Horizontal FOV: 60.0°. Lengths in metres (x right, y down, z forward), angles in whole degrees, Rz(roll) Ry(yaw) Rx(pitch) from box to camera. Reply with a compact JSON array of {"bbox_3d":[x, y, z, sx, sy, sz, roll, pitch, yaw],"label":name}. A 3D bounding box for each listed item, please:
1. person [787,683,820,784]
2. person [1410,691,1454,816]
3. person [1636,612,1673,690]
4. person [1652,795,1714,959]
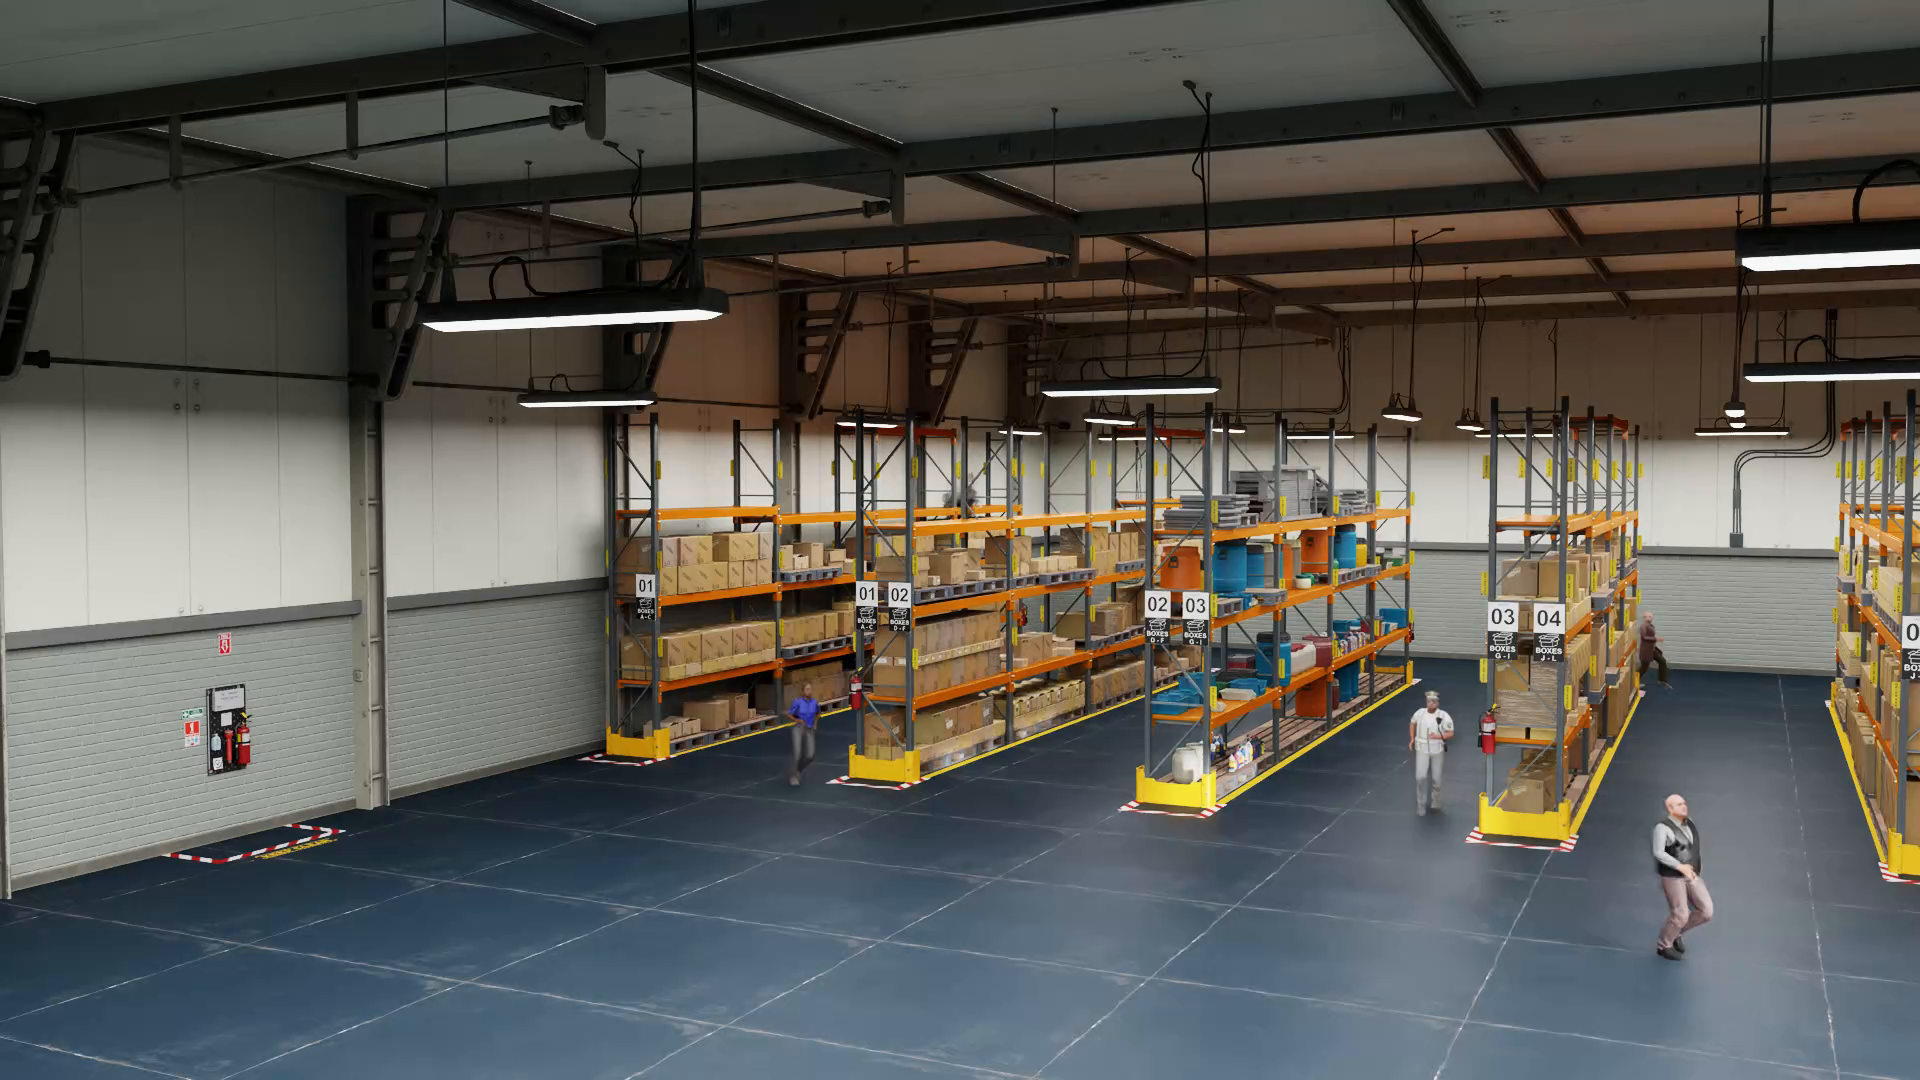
[{"bbox_3d":[-2.443,3.085,26.459,0.593,1.606,0.568,-1,3,-25],"label":"person"},{"bbox_3d":[6.865,3.116,24.244,0.638,1.843,0.730,1,3,21],"label":"person"},{"bbox_3d":[15.694,2.514,37.820,0.929,1.774,0.681,2,3,43],"label":"person"},{"bbox_3d":[7.379,3.445,16.978,0.672,1.676,0.551,-1,3,-27],"label":"person"}]
